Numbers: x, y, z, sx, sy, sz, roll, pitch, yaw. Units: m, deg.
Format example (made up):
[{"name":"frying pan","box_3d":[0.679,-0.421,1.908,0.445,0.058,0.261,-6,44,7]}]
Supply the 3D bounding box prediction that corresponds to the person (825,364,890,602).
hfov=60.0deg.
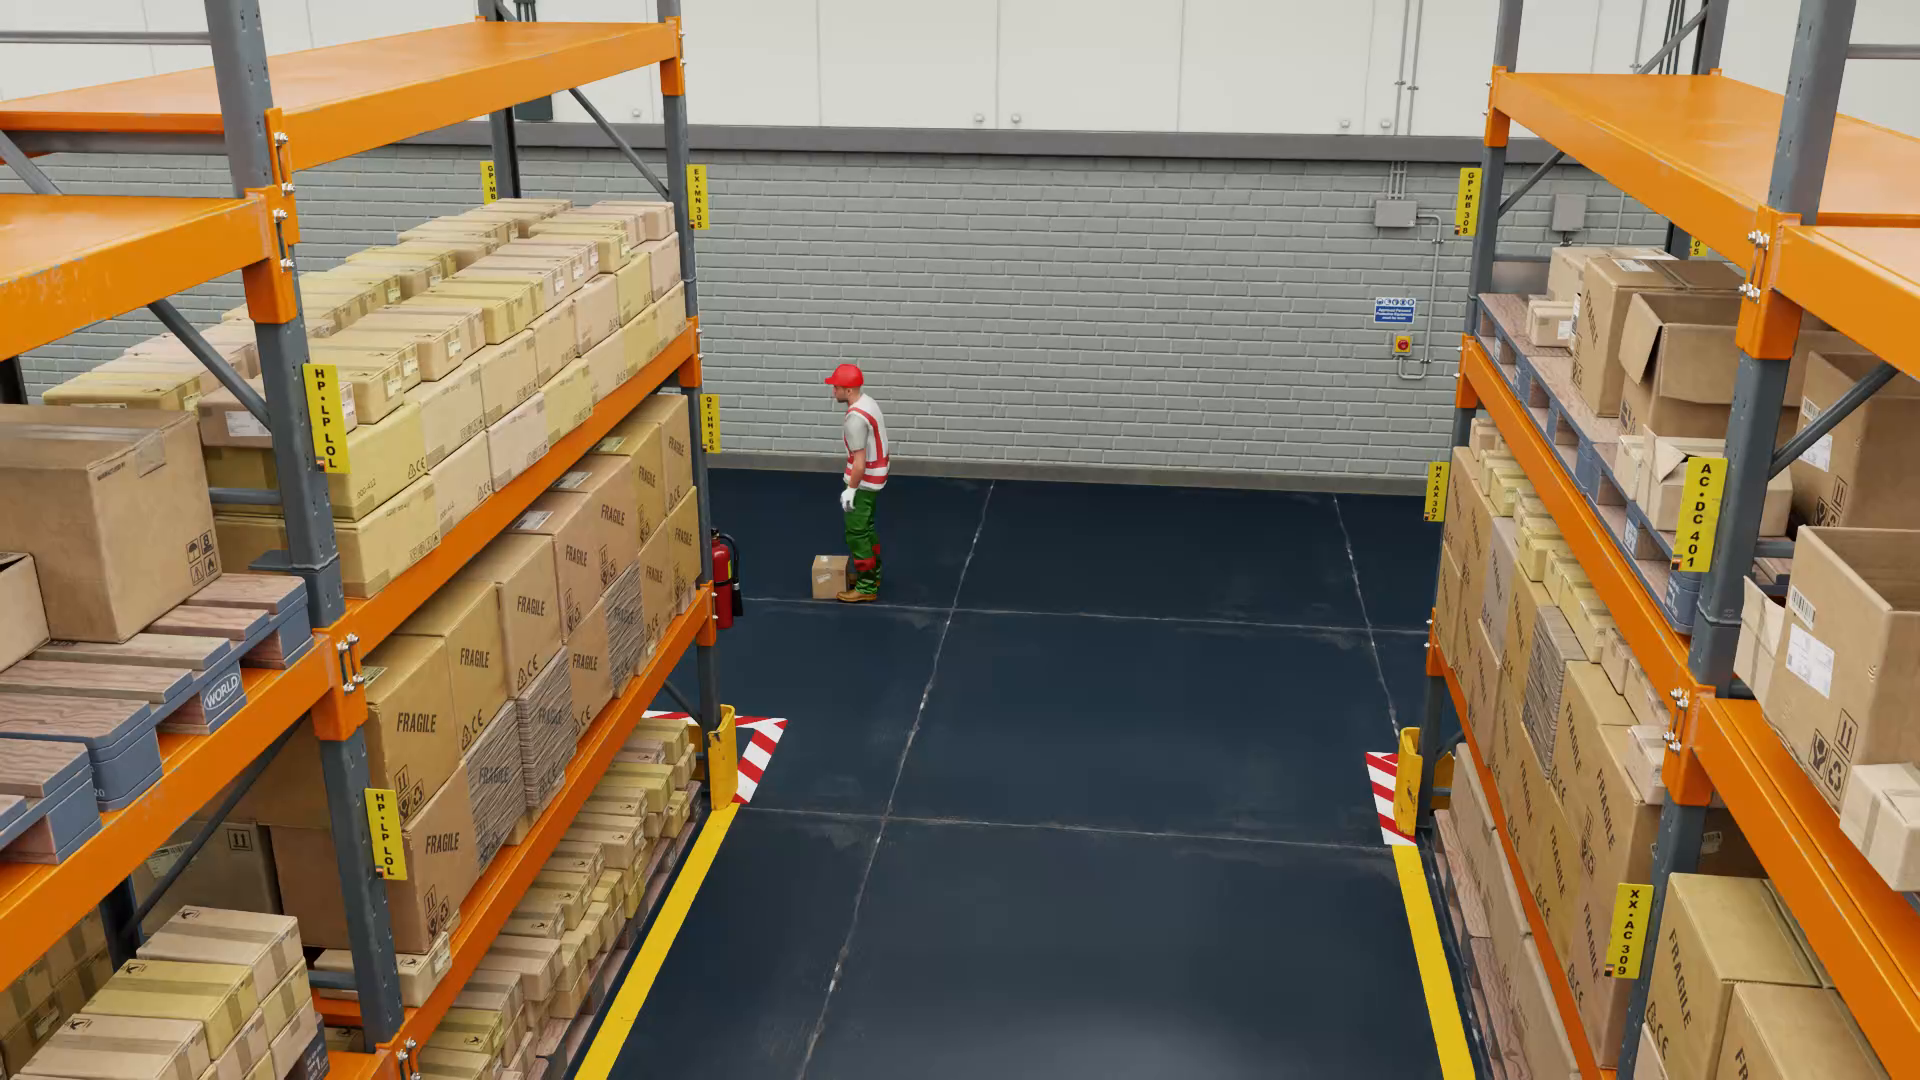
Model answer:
[{"name":"person","box_3d":[-0.742,-0.425,12.169,0.451,1.779,0.607,2,21,6]}]
